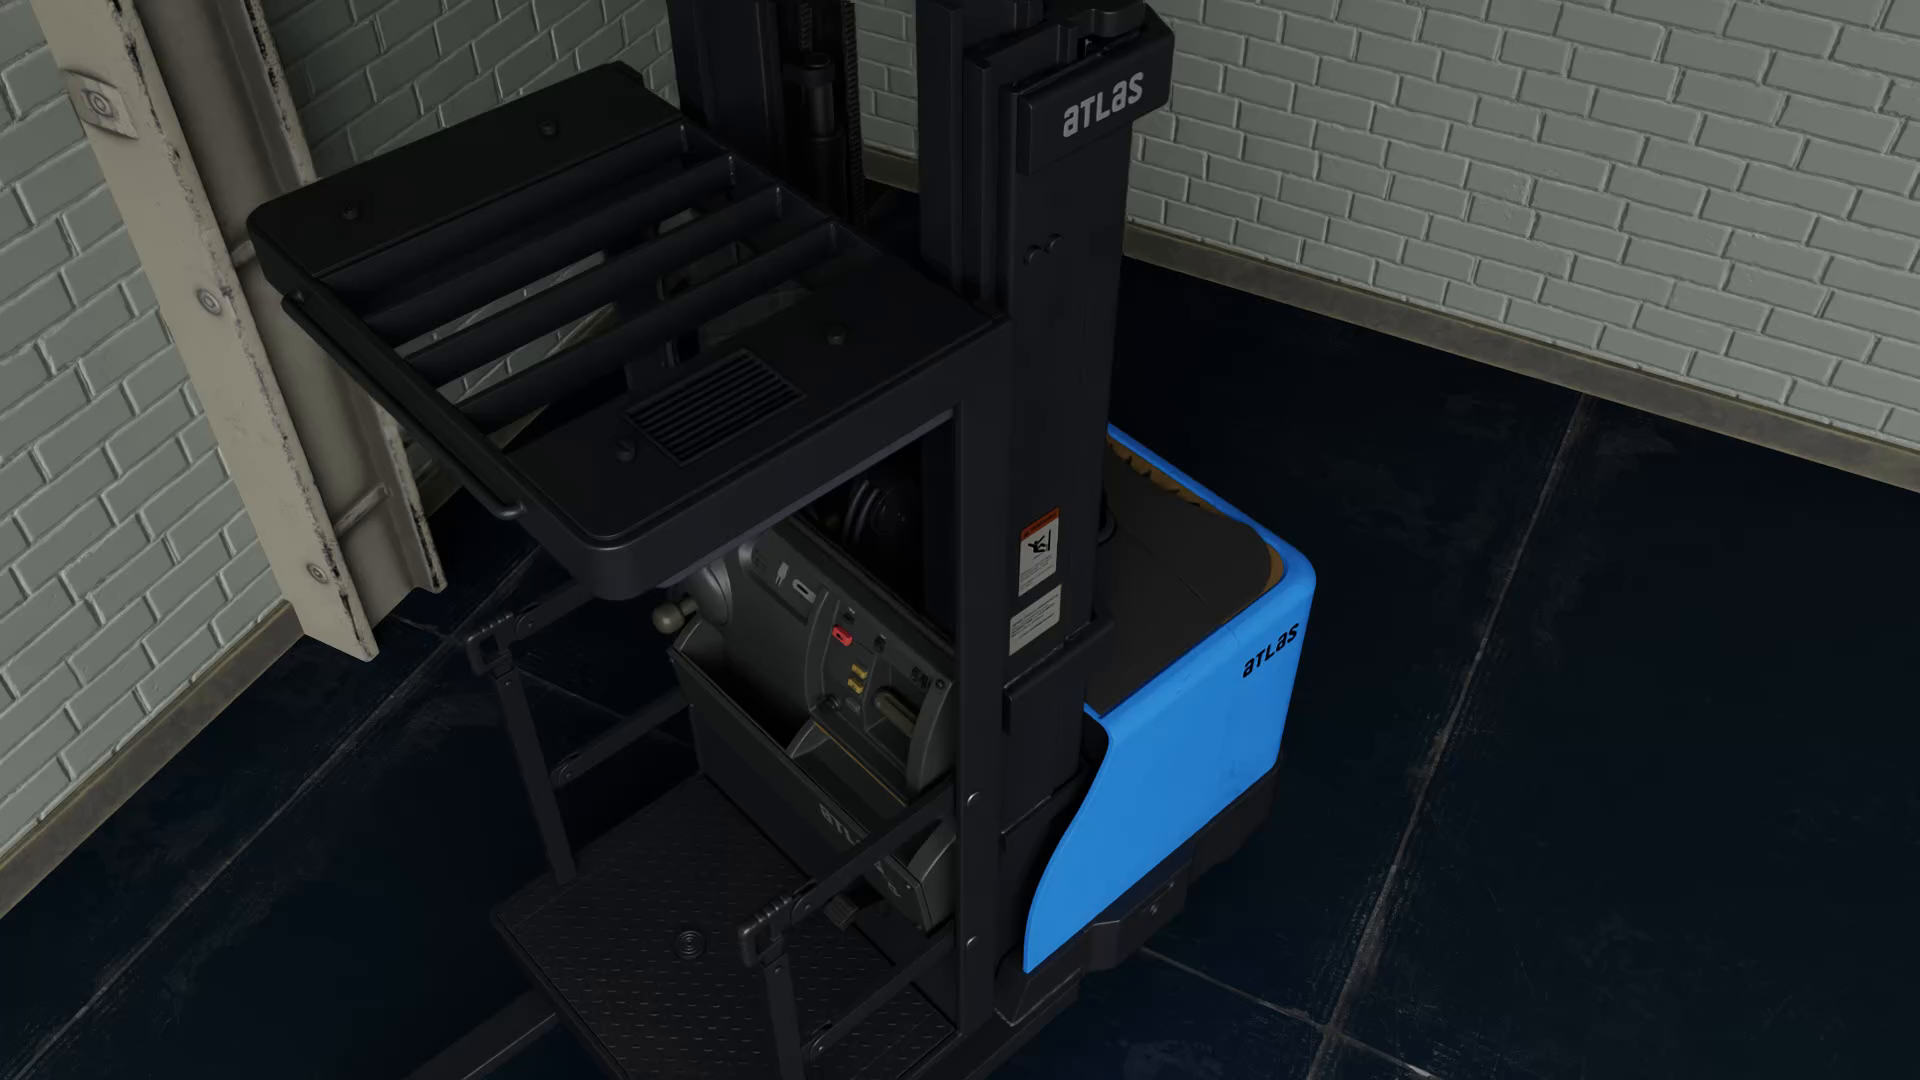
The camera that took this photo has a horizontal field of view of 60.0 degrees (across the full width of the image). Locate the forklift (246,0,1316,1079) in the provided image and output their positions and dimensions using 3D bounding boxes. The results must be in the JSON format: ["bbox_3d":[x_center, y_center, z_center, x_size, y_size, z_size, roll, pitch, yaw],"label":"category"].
[{"bbox_3d":[-0.509,0.241,3.451,3.031,2.935,1.130,-33,54,-28],"label":"forklift"}]

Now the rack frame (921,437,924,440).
[{"bbox_3d":[-0.051,-0.247,5.362,0.240,0.900,0.006,20,49,19],"label":"rack frame"}]

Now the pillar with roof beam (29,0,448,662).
[{"bbox_3d":[1.863,-1.522,0.927,9.100,9.000,0.400,20,49,19],"label":"pillar with roof beam"}]

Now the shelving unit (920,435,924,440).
[{"bbox_3d":[-0.004,-0.311,5.425,0.258,0.900,0.210,20,49,19],"label":"shelving unit"}]

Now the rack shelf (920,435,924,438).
[{"bbox_3d":[-0.004,-0.351,5.385,0.258,0.077,0.200,20,49,19],"label":"rack shelf"}]
